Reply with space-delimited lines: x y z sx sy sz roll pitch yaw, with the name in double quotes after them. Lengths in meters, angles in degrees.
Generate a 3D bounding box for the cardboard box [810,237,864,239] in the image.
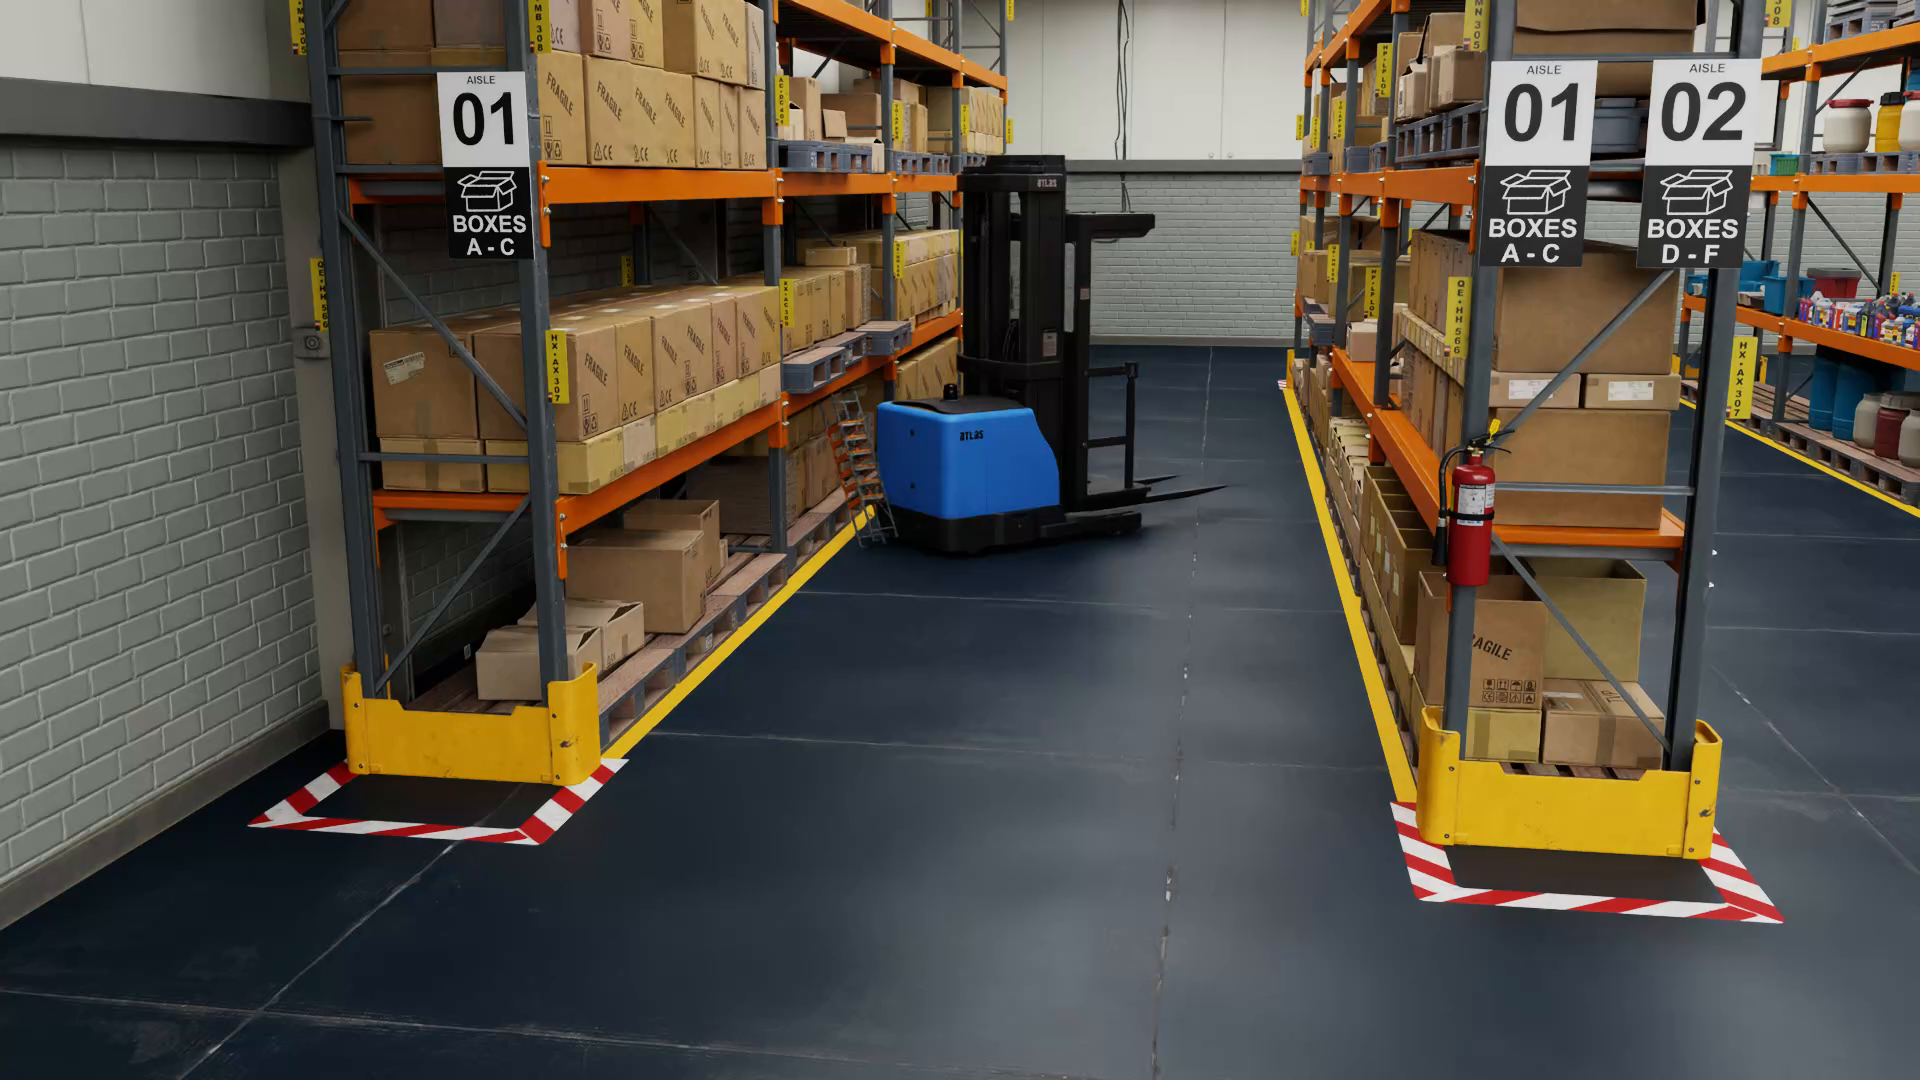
-1.202 -2.810 16.144 0.500 0.250 0.500 1 12 7 "cardboard box"

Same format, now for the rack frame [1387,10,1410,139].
3.181 -3.970 10.053 1.000 3.000 0.127 2 12 9 "rack frame"

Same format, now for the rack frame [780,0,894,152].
-1.099 -4.962 14.658 1.000 3.000 0.127 2 12 9 "rack frame"

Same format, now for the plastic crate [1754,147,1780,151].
9.414 -4.501 19.784 0.504 0.338 0.767 2 12 9 "plastic crate"

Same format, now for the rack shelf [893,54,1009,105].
-0.176 -5.664 20.571 1.077 0.370 4.000 2 12 9 "rack shelf"

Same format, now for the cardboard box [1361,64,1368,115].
4.026 -4.177 15.522 0.500 0.500 0.500 2 12 9 "cardboard box"

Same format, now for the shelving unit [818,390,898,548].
-0.784 -0.549 12.789 0.258 1.200 0.189 -10 -11 -38 "shelving unit"

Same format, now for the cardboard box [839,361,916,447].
-0.856 -1.333 16.162 0.750 0.750 0.750 2 12 8 "cardboard box"

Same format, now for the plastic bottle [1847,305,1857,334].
8.635 -2.130 16.061 0.097 0.271 0.097 0 12 0 "plastic bottle"

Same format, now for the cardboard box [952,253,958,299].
-0.306 -2.962 18.626 0.500 0.500 0.500 2 12 8 "cardboard box"

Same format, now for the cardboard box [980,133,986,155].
0.047 -4.857 20.413 0.500 0.250 0.500 2 12 7 "cardboard box"

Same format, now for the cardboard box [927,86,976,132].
-0.097 -5.015 19.366 0.500 0.500 0.500 2 12 8 "cardboard box"

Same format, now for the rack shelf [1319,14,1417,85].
4.104 -4.671 15.966 1.077 0.370 4.000 2 12 9 "rack shelf"

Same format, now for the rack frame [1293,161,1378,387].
5.026 -3.535 22.276 1.000 3.000 0.127 2 12 9 "rack frame"

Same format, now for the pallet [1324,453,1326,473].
3.948 -0.661 15.558 1.003 0.211 1.213 2 12 9 "pallet"

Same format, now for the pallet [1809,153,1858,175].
9.281 -3.749 16.596 1.213 0.211 1.003 2 12 9 "pallet"

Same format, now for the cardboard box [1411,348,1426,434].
3.044 -0.883 9.734 0.700 0.500 0.500 2 12 8 "cardboard box"

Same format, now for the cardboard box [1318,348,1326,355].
4.695 -2.088 20.444 0.797 0.503 0.637 2 12 9 "cardboard box"

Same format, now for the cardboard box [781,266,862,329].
-1.221 -2.078 14.233 0.700 0.500 0.500 1 12 3 "cardboard box"

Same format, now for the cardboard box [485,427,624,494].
-1.941 -0.392 8.000 0.500 0.250 0.500 2 12 7 "cardboard box"

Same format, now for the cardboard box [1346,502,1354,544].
3.038 -0.099 11.863 0.500 0.250 0.500 2 12 8 "cardboard box"

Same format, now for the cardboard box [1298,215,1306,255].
4.698 -3.989 21.771 0.500 0.500 0.500 2 12 10 "cardboard box"

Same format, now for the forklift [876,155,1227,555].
0.837 -1.545 13.205 3.031 2.935 1.130 -9 15 -35 "forklift"

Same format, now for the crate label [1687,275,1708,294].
9.557 -3.280 21.350 0.416 0.233 0.303 2 12 9 "crate label"

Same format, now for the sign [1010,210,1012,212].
0.665 -4.356 22.775 0.100 0.325 0.005 2 12 9 "sign"

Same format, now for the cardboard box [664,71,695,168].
-1.776 -2.282 9.055 0.500 0.500 0.500 3 12 12 "cardboard box"

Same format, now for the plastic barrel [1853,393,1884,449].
8.921 -1.155 16.143 0.421 0.512 0.421 0 12 0 "plastic barrel"

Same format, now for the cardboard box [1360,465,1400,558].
2.800 -0.178 10.450 0.500 0.500 0.500 2 12 9 "cardboard box"

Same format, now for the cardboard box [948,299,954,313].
-0.272 -2.616 18.561 0.380 0.149 0.250 2 12 10 "cardboard box"

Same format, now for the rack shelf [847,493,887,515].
-0.704 -0.280 12.746 0.258 0.103 0.180 -10 -11 -38 "rack shelf"

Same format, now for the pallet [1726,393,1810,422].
9.565 -1.587 19.856 1.003 0.211 1.213 2 12 9 "pallet"

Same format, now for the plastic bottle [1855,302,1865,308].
8.865 -2.199 16.370 0.152 0.276 0.135 2 12 9 "plastic bottle"

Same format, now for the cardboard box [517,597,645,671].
-2.047 0.476 9.005 0.500 0.311 0.500 3 13 13 "cardboard box"

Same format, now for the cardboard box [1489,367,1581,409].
2.436 -0.656 7.140 0.380 0.149 0.250 2 12 8 "cardboard box"

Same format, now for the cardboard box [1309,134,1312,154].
4.377 -4.658 19.535 0.500 0.250 0.500 2 12 9 "cardboard box"

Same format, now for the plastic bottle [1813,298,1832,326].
8.801 -2.320 16.934 0.152 0.276 0.135 2 12 9 "plastic bottle"

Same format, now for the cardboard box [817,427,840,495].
-1.401 -0.663 13.839 0.700 0.500 0.500 2 12 8 "cardboard box"

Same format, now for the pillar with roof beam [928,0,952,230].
3.946 -7.078 24.476 9.100 9.000 0.400 2 12 9 "pillar with roof beam"

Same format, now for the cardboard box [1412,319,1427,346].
2.833 -1.193 9.630 0.380 0.149 0.250 2 12 8 "cardboard box"

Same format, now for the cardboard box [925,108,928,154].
-0.728 -4.413 17.947 0.700 0.500 0.500 1 12 6 "cardboard box"

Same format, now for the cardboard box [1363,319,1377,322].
3.697 -1.752 14.213 0.500 0.311 0.500 3 12 12 "cardboard box"

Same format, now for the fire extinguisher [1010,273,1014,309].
0.610 -3.491 23.141 0.296 0.674 0.183 2 12 9 "fire extinguisher"

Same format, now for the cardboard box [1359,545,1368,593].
2.810 0.189 10.528 0.500 0.250 0.500 2 12 9 "cardboard box"

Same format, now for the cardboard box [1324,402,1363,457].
3.708 -1.065 15.704 0.500 0.500 0.500 2 12 11 "cardboard box"

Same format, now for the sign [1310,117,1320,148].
3.874 -4.437 18.116 0.100 0.325 0.005 2 12 9 "sign"

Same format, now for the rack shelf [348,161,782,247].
-2.022 -1.895 9.254 1.077 0.370 4.000 2 12 9 "rack shelf"

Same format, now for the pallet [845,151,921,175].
-1.053 -3.539 15.623 1.213 0.211 1.003 2 12 11 "pallet"

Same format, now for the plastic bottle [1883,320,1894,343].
8.492 -1.902 15.172 0.097 0.201 0.097 0 12 0 "plastic bottle"

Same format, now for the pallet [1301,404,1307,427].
4.518 -1.482 19.369 1.003 0.211 1.213 2 12 9 "pallet"

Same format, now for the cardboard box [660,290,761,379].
-1.553 -1.287 10.375 0.500 0.500 0.500 2 12 8 "cardboard box"

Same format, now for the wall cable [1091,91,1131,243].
1.354 -6.275 28.122 3.097 2.526 0.112 2 12 9 "wall cable"

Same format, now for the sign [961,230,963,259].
0.054 -3.374 18.968 0.100 0.325 0.005 2 12 9 "sign"

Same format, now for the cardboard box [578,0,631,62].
-1.903 -2.553 7.941 0.500 0.500 0.500 2 12 8 "cardboard box"

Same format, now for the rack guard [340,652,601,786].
-2.318 0.842 7.899 1.175 0.500 0.348 2 12 9 "rack guard"

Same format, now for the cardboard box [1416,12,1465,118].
2.803 -2.489 8.727 0.797 0.503 0.637 3 13 15 "cardboard box"

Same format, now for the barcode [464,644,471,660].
-2.527 0.573 8.531 0.001 0.075 0.075 2 12 9 "barcode"
